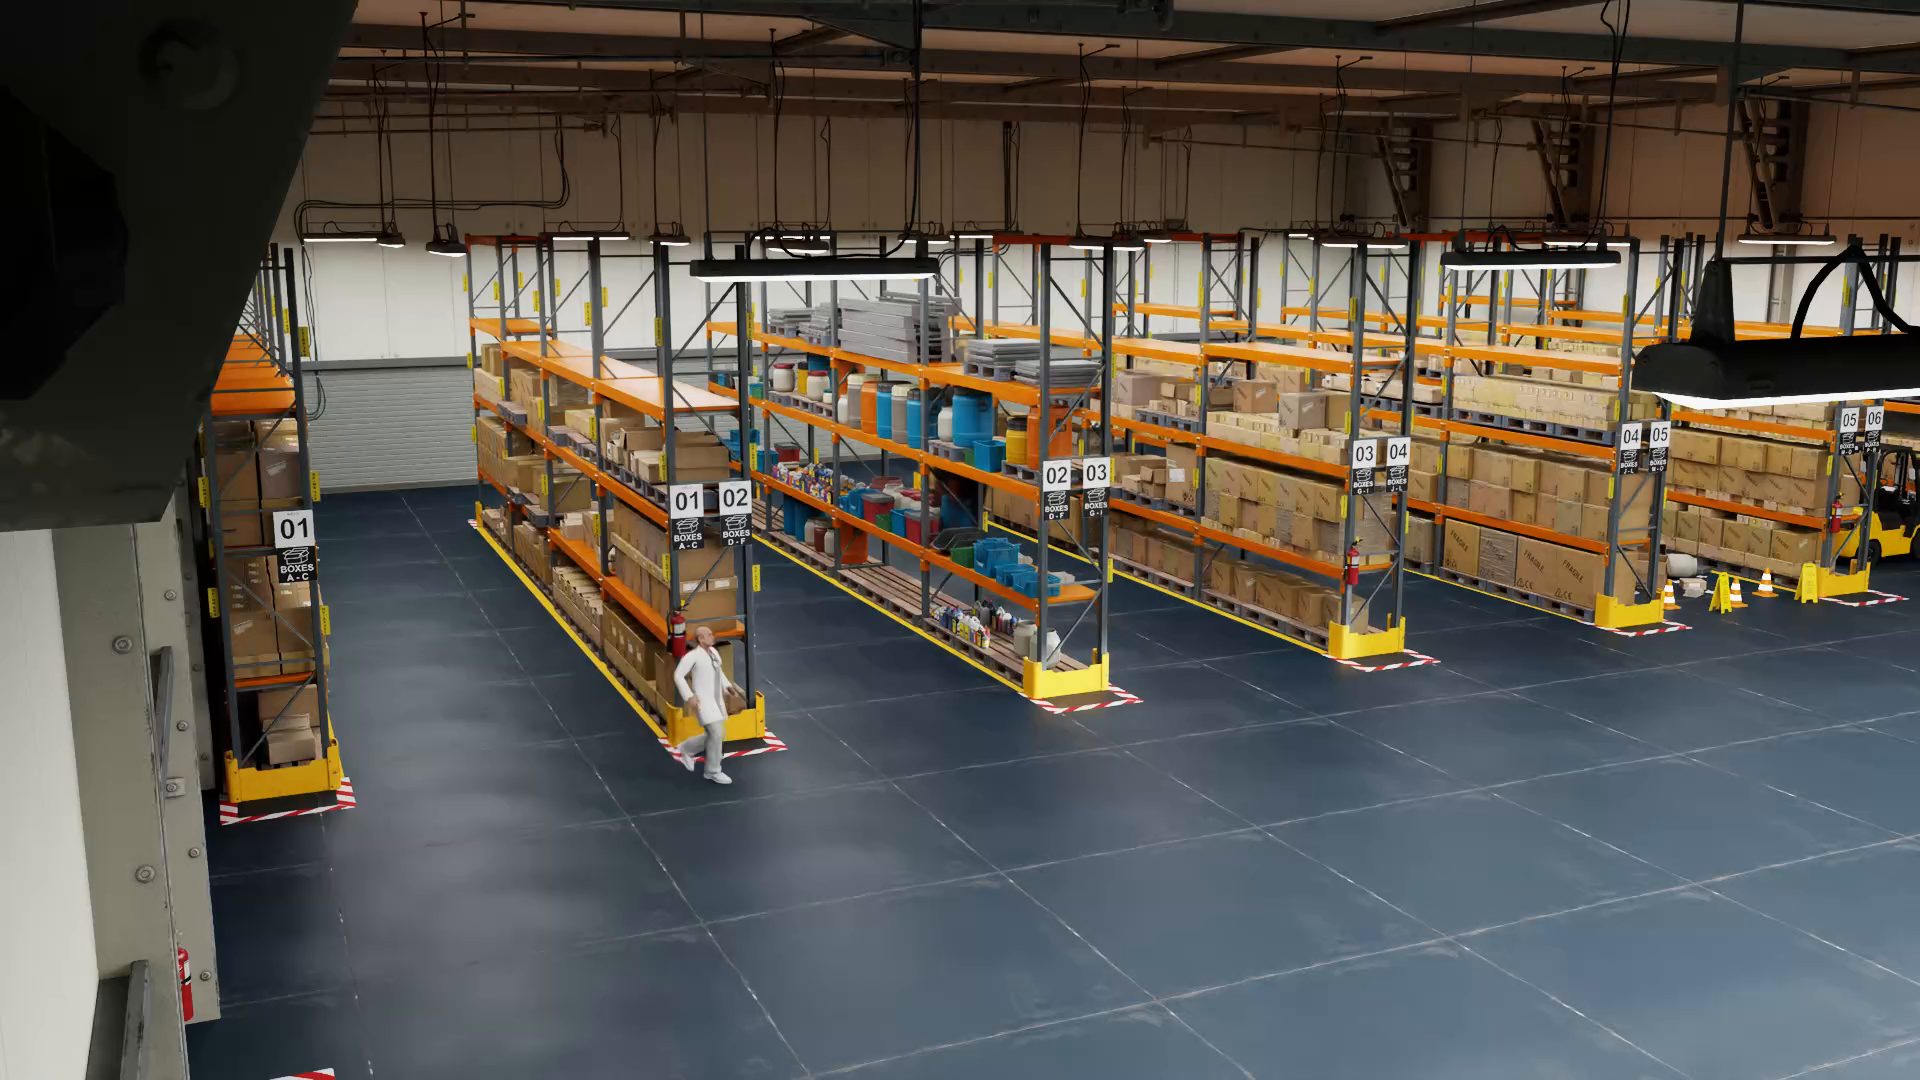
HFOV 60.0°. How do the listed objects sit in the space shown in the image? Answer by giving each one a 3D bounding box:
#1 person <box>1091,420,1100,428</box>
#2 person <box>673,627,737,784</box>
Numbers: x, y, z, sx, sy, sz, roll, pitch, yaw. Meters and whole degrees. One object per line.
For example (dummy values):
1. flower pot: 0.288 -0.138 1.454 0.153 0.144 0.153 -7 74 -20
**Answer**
1. person: 3.403 -2.513 41.677 0.640 1.681 0.828 -4 12 -22
2. person: -2.893 1.867 19.026 0.767 1.751 0.765 5 12 24
